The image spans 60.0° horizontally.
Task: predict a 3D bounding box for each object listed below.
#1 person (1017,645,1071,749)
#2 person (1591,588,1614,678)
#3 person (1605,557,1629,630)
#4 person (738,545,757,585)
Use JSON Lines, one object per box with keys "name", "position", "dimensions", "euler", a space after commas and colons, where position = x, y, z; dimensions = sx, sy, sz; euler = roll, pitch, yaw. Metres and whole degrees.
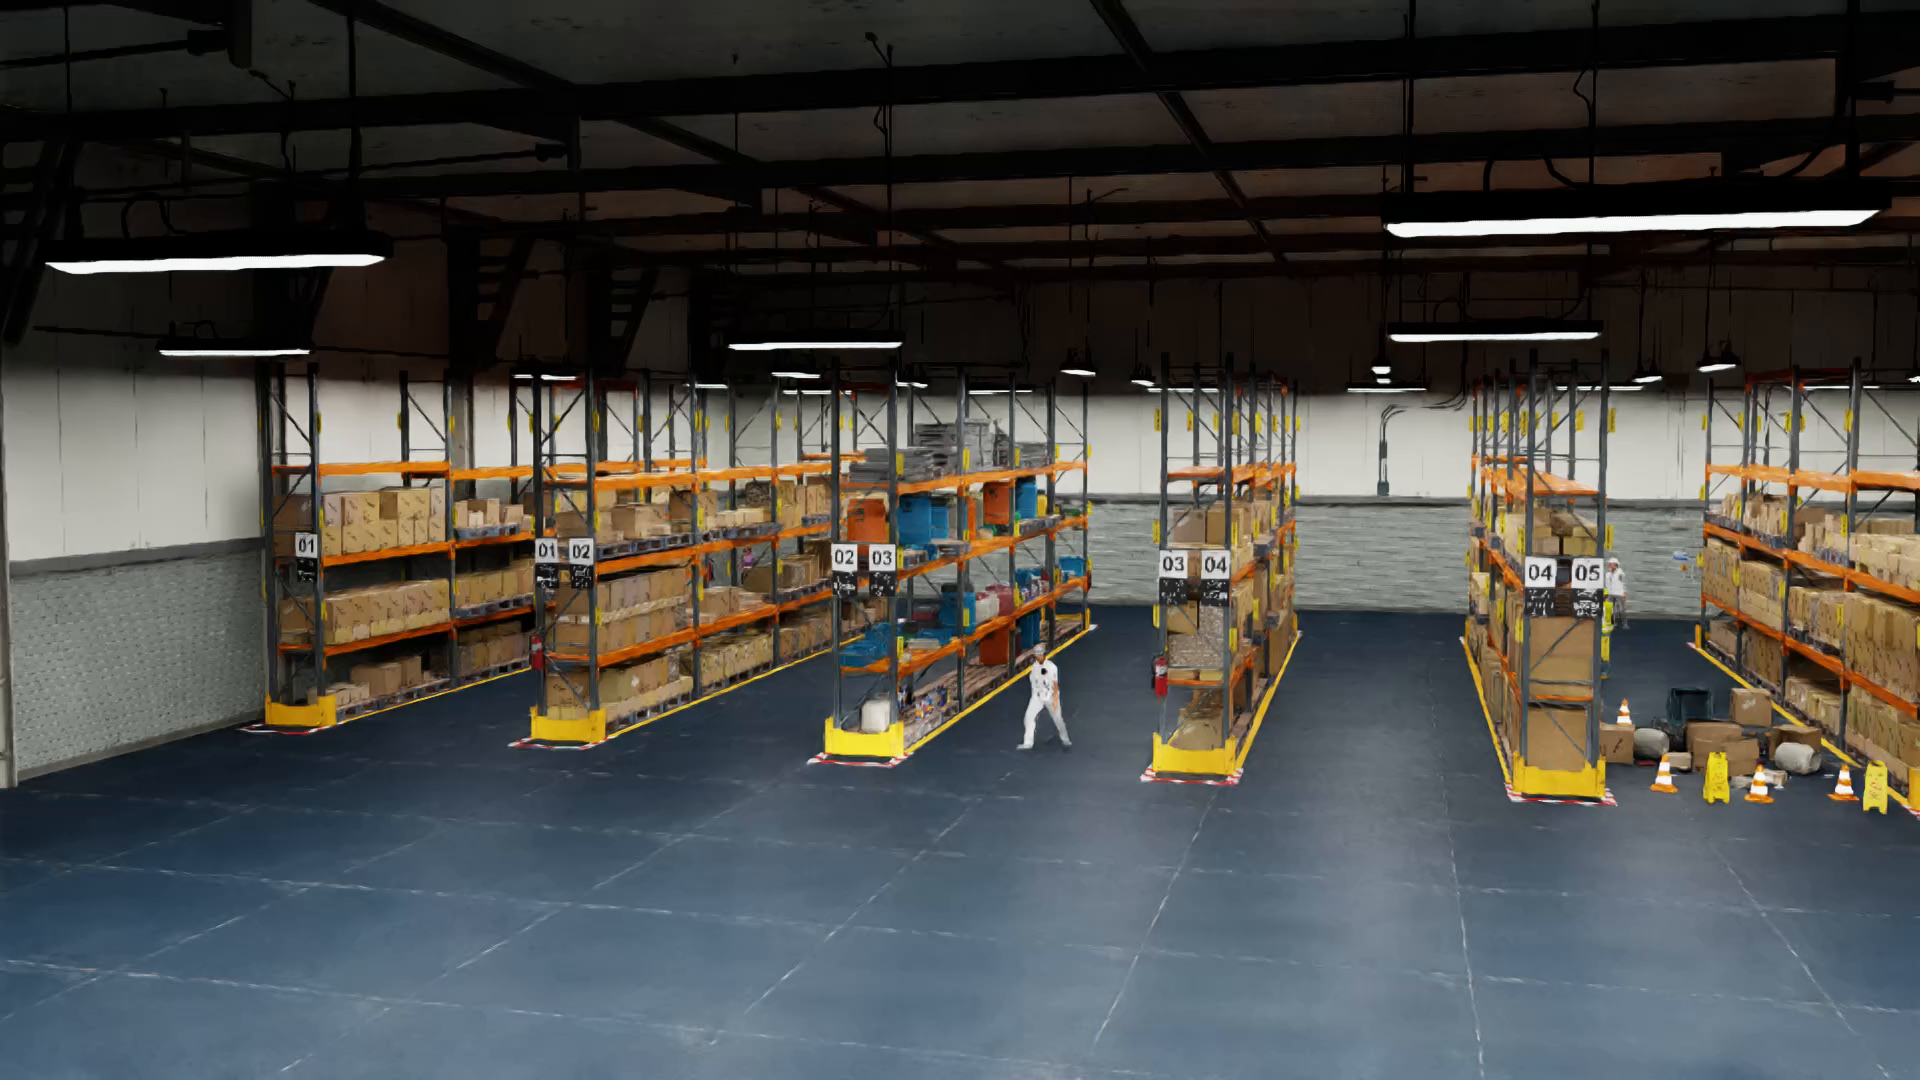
{"name": "person", "position": [1.317, 2.407, 25.527], "dimensions": [0.527, 1.605, 0.946], "euler": [3, 5, 37]}
{"name": "person", "position": [12.578, 1.808, 32.667], "dimensions": [0.673, 1.763, 0.580], "euler": [-4, 6, -44]}
{"name": "person", "position": [15.928, 1.292, 40.317], "dimensions": [0.563, 1.759, 0.572], "euler": [-3, 5, -39]}
{"name": "person", "position": [-6.012, 0.906, 47.235], "dimensions": [0.569, 1.530, 0.774], "euler": [0, 4, -4]}
